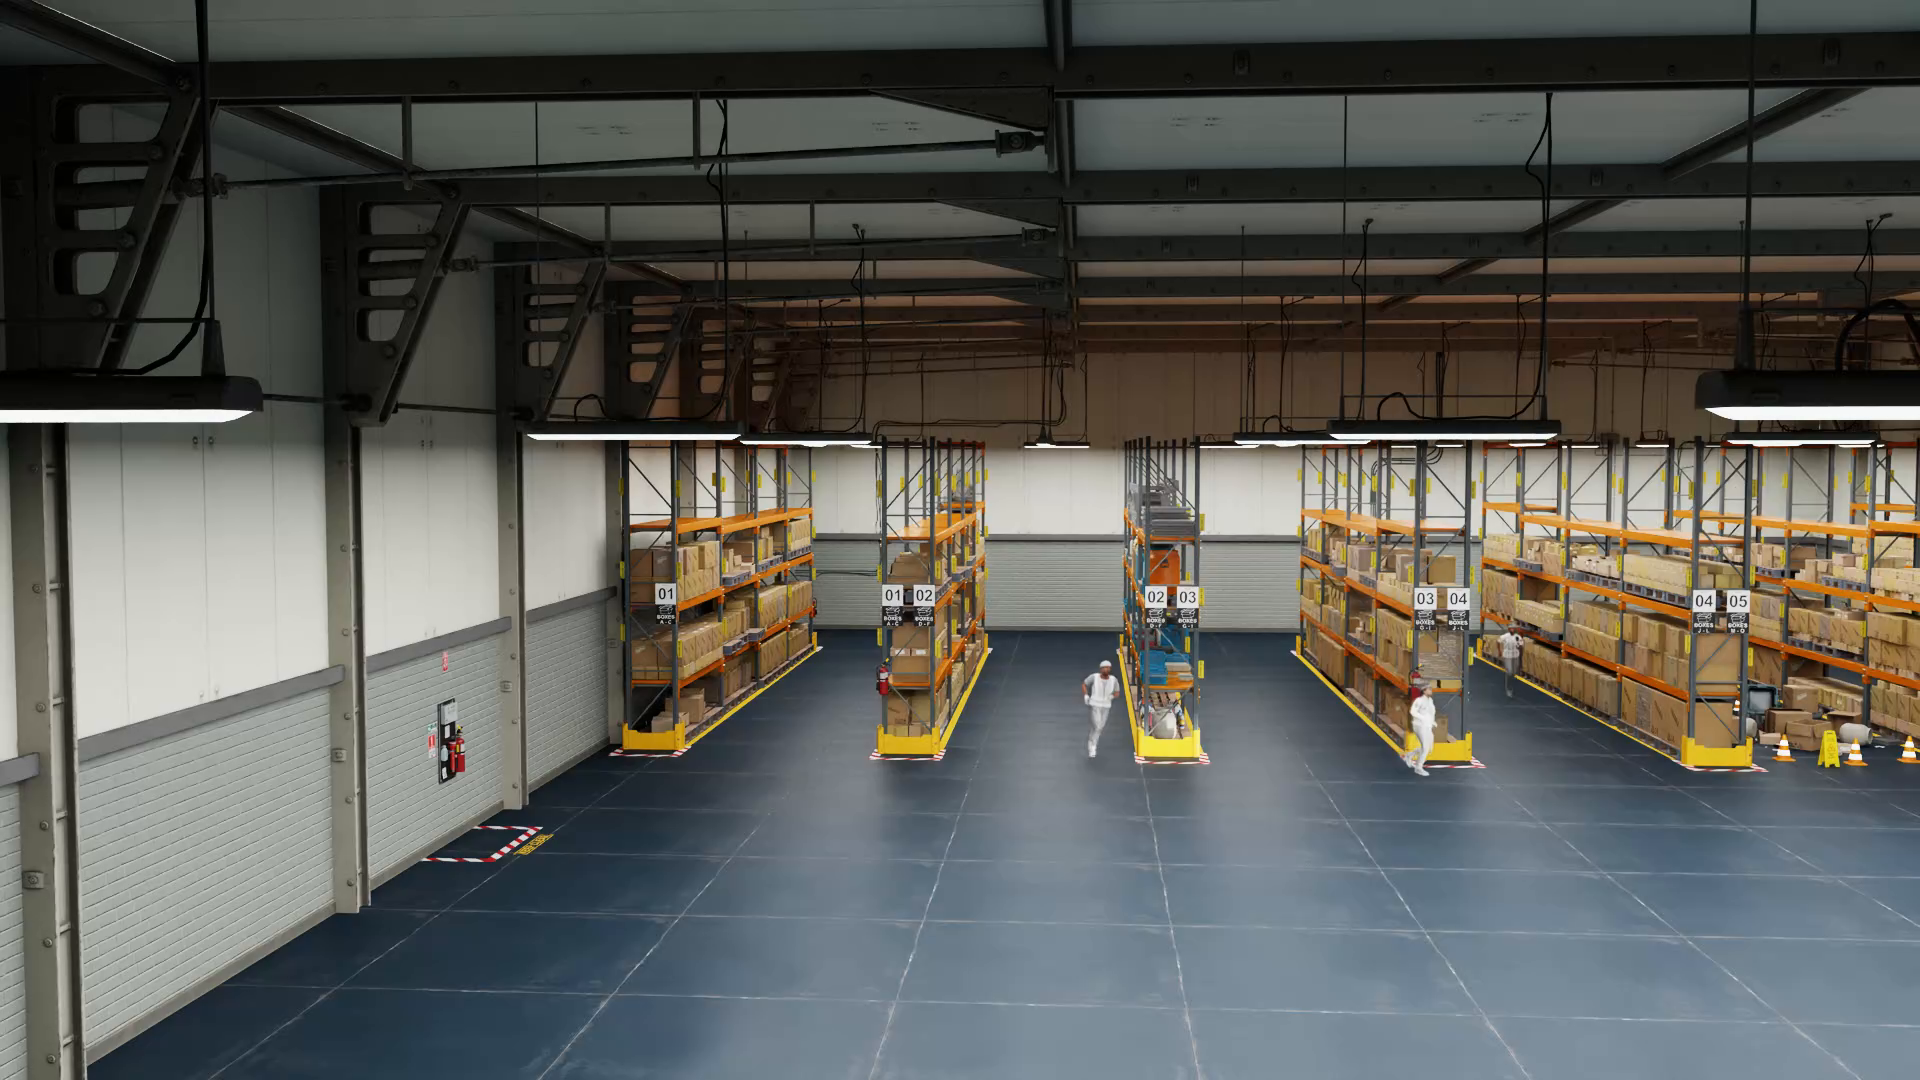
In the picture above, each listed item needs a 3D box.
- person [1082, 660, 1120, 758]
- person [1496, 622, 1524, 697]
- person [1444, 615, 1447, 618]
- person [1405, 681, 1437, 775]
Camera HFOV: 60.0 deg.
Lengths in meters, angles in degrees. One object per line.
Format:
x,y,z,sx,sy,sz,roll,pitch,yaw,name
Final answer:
2.676,3.174,31.372,0.672,1.813,0.697,-1,3,-18,person
12.915,2.797,38.981,0.544,1.759,0.741,0,3,-2,person
13.046,2.571,44.354,0.573,1.627,0.859,0,3,-2,person
8.235,3.327,29.631,0.648,1.649,0.604,-3,4,-42,person
